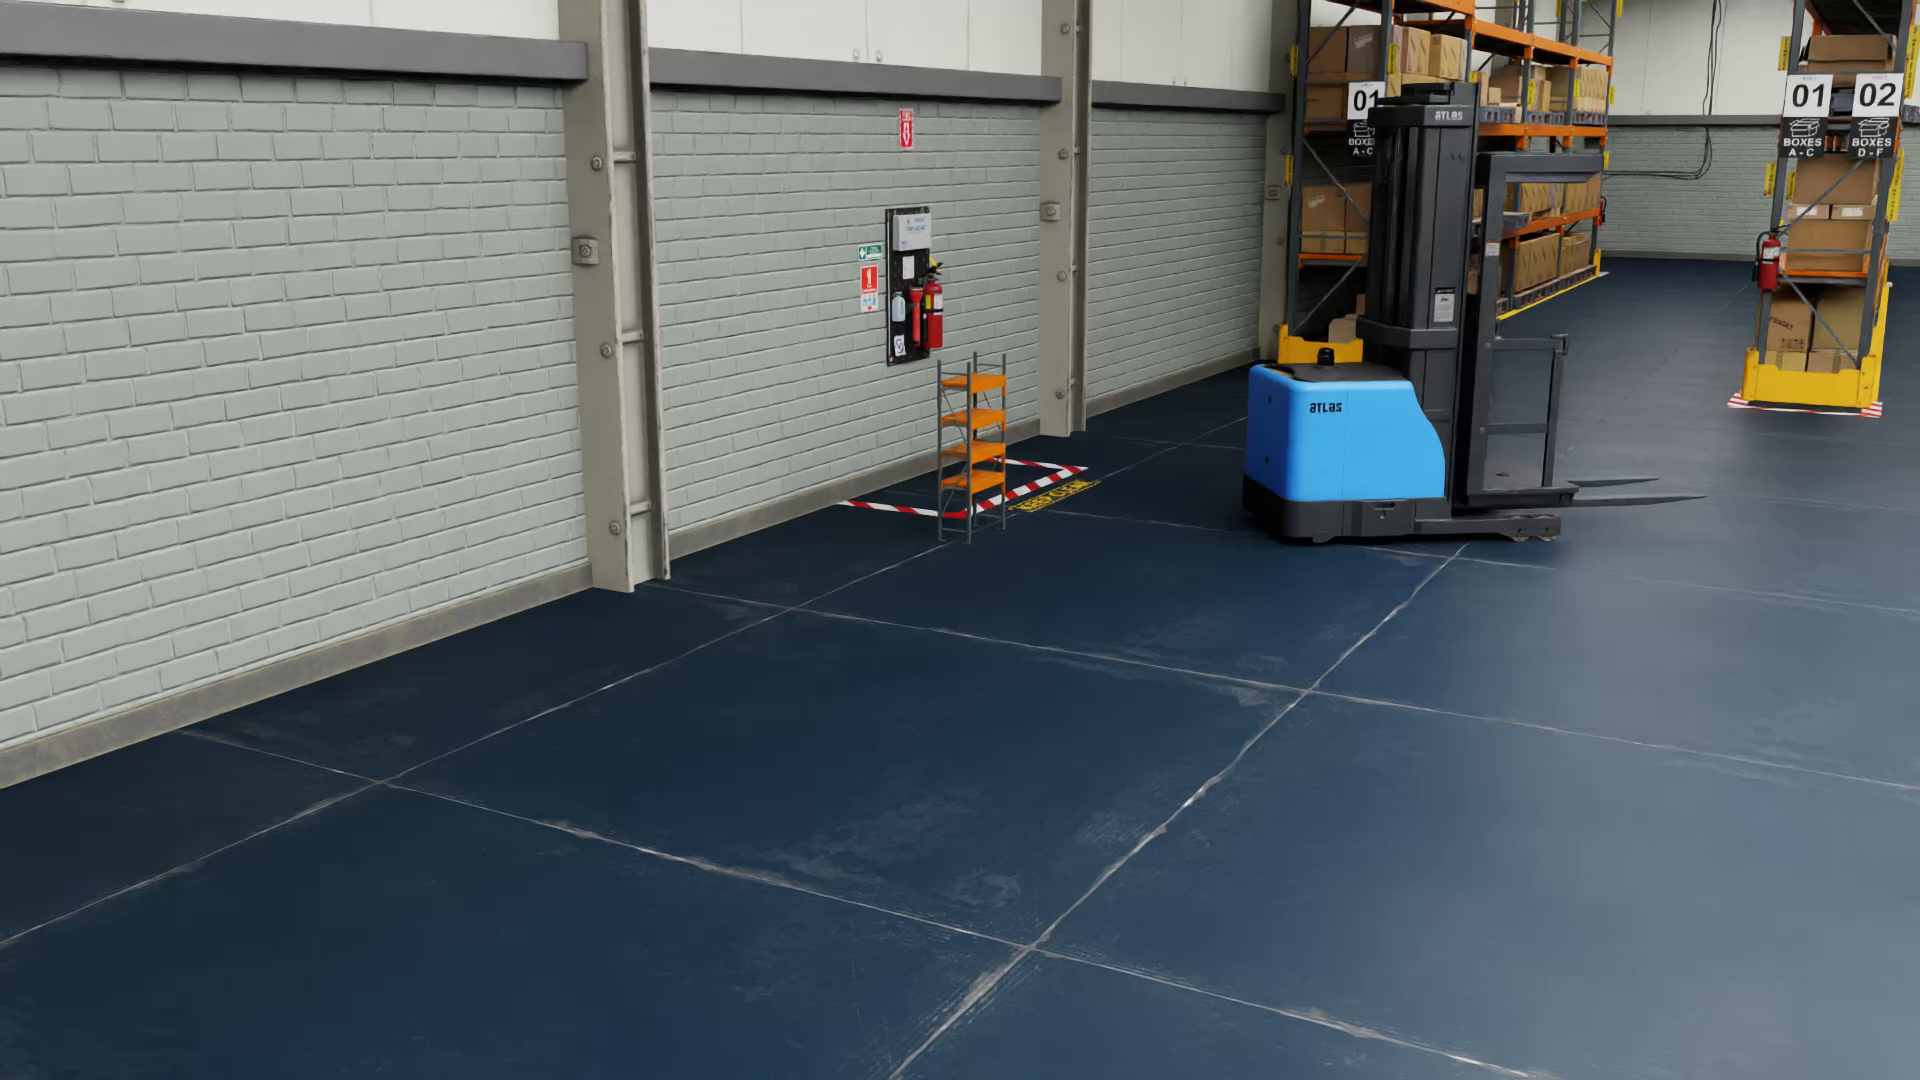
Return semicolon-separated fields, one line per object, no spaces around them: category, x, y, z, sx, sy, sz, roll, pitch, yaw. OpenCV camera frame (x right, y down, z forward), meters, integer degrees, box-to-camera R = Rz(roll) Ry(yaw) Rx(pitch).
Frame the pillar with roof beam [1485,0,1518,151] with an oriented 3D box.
pillar with roof beam;13.389;-8.559;27.334;9.100;9.000;0.400;7;15;28

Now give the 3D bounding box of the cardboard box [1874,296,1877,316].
cardboard box;11.175;-2.985;20.791;0.500;0.311;0.500;7;15;27

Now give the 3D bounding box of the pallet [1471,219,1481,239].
pallet;6.669;-4.294;22.855;1.003;0.211;1.213;7;15;28

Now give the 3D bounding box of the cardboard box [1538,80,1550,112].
cardboard box;9.306;-7.320;27.442;0.700;0.500;0.500;7;15;27

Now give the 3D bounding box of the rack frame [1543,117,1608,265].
rack frame;11.973;-6.709;32.462;1.000;3.000;0.127;7;15;28

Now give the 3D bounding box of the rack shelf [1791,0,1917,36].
rack shelf;9.544;-5.649;17.652;1.077;0.370;4.000;7;15;28

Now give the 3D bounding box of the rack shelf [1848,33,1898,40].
rack shelf;13.411;-7.290;24.460;1.077;0.370;4.000;7;15;28

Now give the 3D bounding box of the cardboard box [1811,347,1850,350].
cardboard box;9.269;-1.921;17.574;0.500;0.250;0.500;7;15;28

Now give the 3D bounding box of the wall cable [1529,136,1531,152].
wall cable;11.764;-7.573;33.878;0.084;1.984;1.851;7;15;28

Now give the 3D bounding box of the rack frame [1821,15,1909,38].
rack frame;10.510;-6.603;19.222;1.000;3.000;0.127;7;15;28

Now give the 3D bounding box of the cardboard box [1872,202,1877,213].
cardboard box;9.326;-3.443;17.318;0.380;0.149;0.250;7;15;27

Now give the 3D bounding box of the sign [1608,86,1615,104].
sign;12.441;-8.495;31.750;0.100;0.325;0.005;7;15;28

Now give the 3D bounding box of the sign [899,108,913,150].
sign;-0.400;-3.071;12.426;0.001;0.298;0.199;7;15;28

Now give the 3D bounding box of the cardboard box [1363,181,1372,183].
cardboard box;5.263;-4.268;21.016;0.500;0.500;0.500;8;16;30

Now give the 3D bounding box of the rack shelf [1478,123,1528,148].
rack shelf;7.139;-5.766;23.685;1.077;0.370;4.000;7;15;28

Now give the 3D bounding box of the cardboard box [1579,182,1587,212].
cardboard box;11.017;-6.443;30.720;0.980;0.700;0.700;7;15;25

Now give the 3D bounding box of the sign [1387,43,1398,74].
sign;4.713;-5.248;18.137;0.100;0.325;0.005;7;15;28

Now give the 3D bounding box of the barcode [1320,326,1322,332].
barcode;4.310;-2.518;19.859;0.001;0.075;0.075;7;15;28

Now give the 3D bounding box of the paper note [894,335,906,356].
paper note;-0.455;-1.478;12.642;0.016;0.148;0.142;7;15;28

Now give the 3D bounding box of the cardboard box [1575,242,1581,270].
cardboard box;11.238;-5.337;31.209;0.700;0.500;0.500;7;15;26

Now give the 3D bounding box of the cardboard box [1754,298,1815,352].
cardboard box;8.575;-2.242;17.303;0.500;0.500;0.500;7;15;28

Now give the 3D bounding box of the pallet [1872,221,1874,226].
pallet;13.380;-4.814;25.009;1.003;0.211;1.213;7;15;28

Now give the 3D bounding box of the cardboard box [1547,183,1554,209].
cardboard box;9.549;-5.760;27.636;0.500;0.500;0.500;7;15;28

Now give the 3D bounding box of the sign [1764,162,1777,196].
sign;8.108;-3.608;16.625;0.100;0.325;0.005;7;15;28

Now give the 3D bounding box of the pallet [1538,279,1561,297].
pallet;9.732;-4.366;28.693;1.003;0.211;1.213;7;15;28

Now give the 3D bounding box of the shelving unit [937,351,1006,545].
shelving unit;0.080;-0.617;11.034;0.258;1.200;0.503;7;15;28

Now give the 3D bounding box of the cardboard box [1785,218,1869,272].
cardboard box;8.814;-3.009;16.901;0.700;0.500;0.500;7;15;28

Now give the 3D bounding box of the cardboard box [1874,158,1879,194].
cardboard box;9.816;-4.068;18.525;0.700;0.500;0.500;7;15;28

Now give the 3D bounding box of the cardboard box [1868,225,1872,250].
cardboard box;10.301;-3.644;19.533;0.700;0.500;0.500;7;15;27

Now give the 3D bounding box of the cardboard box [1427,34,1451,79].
cardboard box;5.668;-5.894;20.293;0.500;0.500;0.500;7;15;26

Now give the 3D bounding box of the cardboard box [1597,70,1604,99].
cardboard box;11.607;-8.429;30.808;0.500;0.500;0.500;8;16;30

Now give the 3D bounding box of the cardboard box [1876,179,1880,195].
cardboard box;13.259;-5.068;24.546;0.700;0.500;0.500;11;17;38

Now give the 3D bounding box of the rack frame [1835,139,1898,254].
rack frame;16.311;-6.149;30.138;1.000;3.000;0.127;7;15;28

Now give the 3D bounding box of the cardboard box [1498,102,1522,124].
cardboard box;7.994;-6.314;24.571;0.500;0.311;0.500;7;15;28

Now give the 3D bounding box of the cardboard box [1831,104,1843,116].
cardboard box;12.625;-6.107;23.353;0.910;0.500;0.500;7;15;28

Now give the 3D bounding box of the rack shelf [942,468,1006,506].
rack shelf;0.080;-0.359;11.096;0.258;0.148;0.480;7;15;28

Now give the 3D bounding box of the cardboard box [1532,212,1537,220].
cardboard box;9.200;-5.313;27.163;0.380;0.149;0.250;7;15;28

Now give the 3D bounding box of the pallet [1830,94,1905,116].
pallet;10.121;-4.924;18.846;1.003;0.211;1.213;7;15;28

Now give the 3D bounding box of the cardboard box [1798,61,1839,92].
cardboard box;9.171;-4.933;17.692;0.500;0.311;0.500;10;17;35

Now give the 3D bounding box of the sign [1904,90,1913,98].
sign;12.926;-6.191;22.640;0.100;0.325;0.005;7;15;28

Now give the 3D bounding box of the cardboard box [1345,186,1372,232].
cardboard box;4.732;-3.792;19.039;0.500;0.500;0.500;7;15;28

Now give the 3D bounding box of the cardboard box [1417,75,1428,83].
cardboard box;5.157;-5.196;19.532;0.500;0.500;0.500;8;16;31

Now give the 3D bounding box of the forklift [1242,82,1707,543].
forklift;3.542;-1.537;11.153;3.031;2.935;1.130;-2;14;-7

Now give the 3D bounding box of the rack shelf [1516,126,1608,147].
rack shelf;11.006;-7.407;30.493;1.077;0.370;4.000;7;15;28

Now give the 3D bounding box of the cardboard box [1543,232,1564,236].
cardboard box;11.242;-5.751;31.544;0.380;0.149;0.250;8;15;29

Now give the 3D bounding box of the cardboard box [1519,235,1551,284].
cardboard box;9.412;-4.717;27.889;0.750;0.750;0.750;8;16;30

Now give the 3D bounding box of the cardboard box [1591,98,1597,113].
cardboard box;11.354;-7.953;30.431;0.500;0.250;0.500;7;15;26
